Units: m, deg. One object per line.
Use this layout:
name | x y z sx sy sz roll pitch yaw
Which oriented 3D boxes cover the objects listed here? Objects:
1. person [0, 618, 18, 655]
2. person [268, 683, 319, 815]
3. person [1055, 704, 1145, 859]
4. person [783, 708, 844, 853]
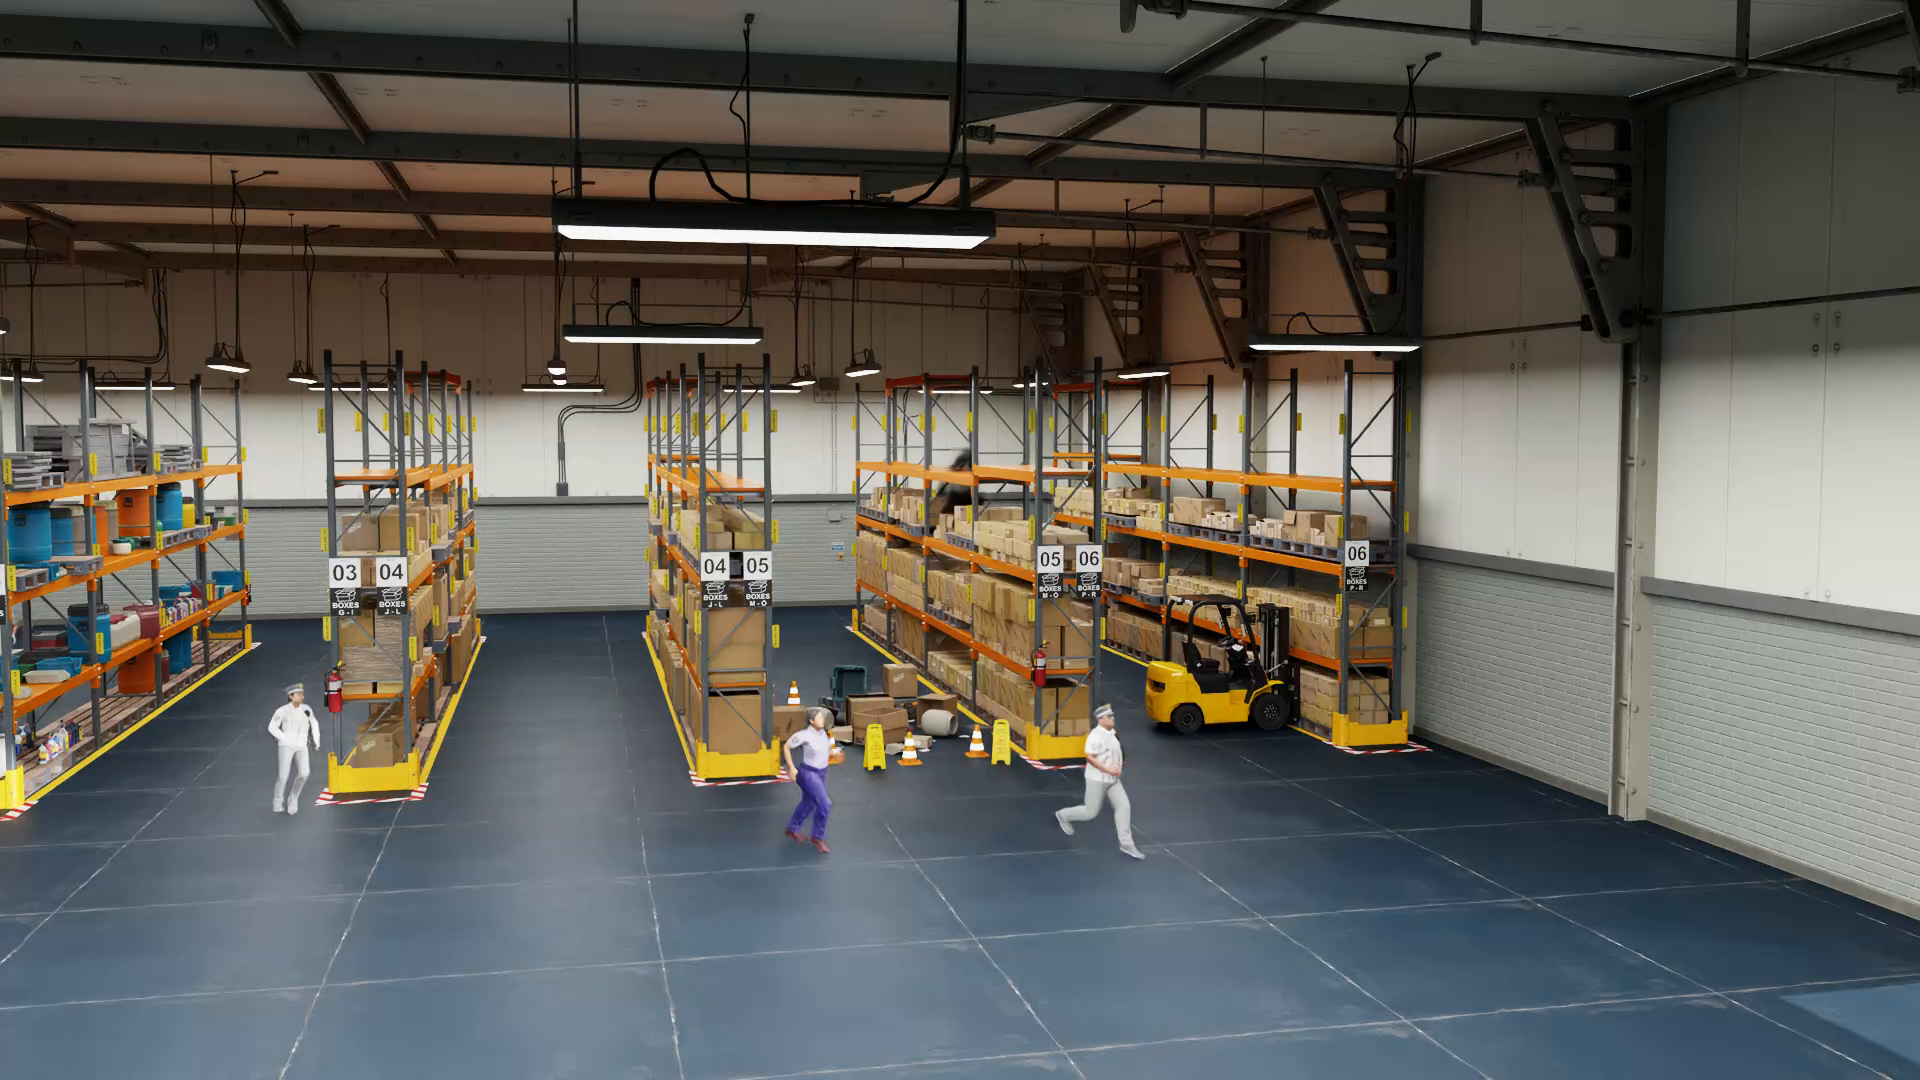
person | -17.685 1.968 30.493 0.668 1.764 0.998 -2 4 -21
person | -8.556 2.684 21.436 0.684 1.676 0.582 -3 5 -41
person | 1.642 2.793 19.397 1.099 1.792 0.633 3 5 36
person | -1.738 2.826 19.577 0.822 1.706 0.571 2 4 23
